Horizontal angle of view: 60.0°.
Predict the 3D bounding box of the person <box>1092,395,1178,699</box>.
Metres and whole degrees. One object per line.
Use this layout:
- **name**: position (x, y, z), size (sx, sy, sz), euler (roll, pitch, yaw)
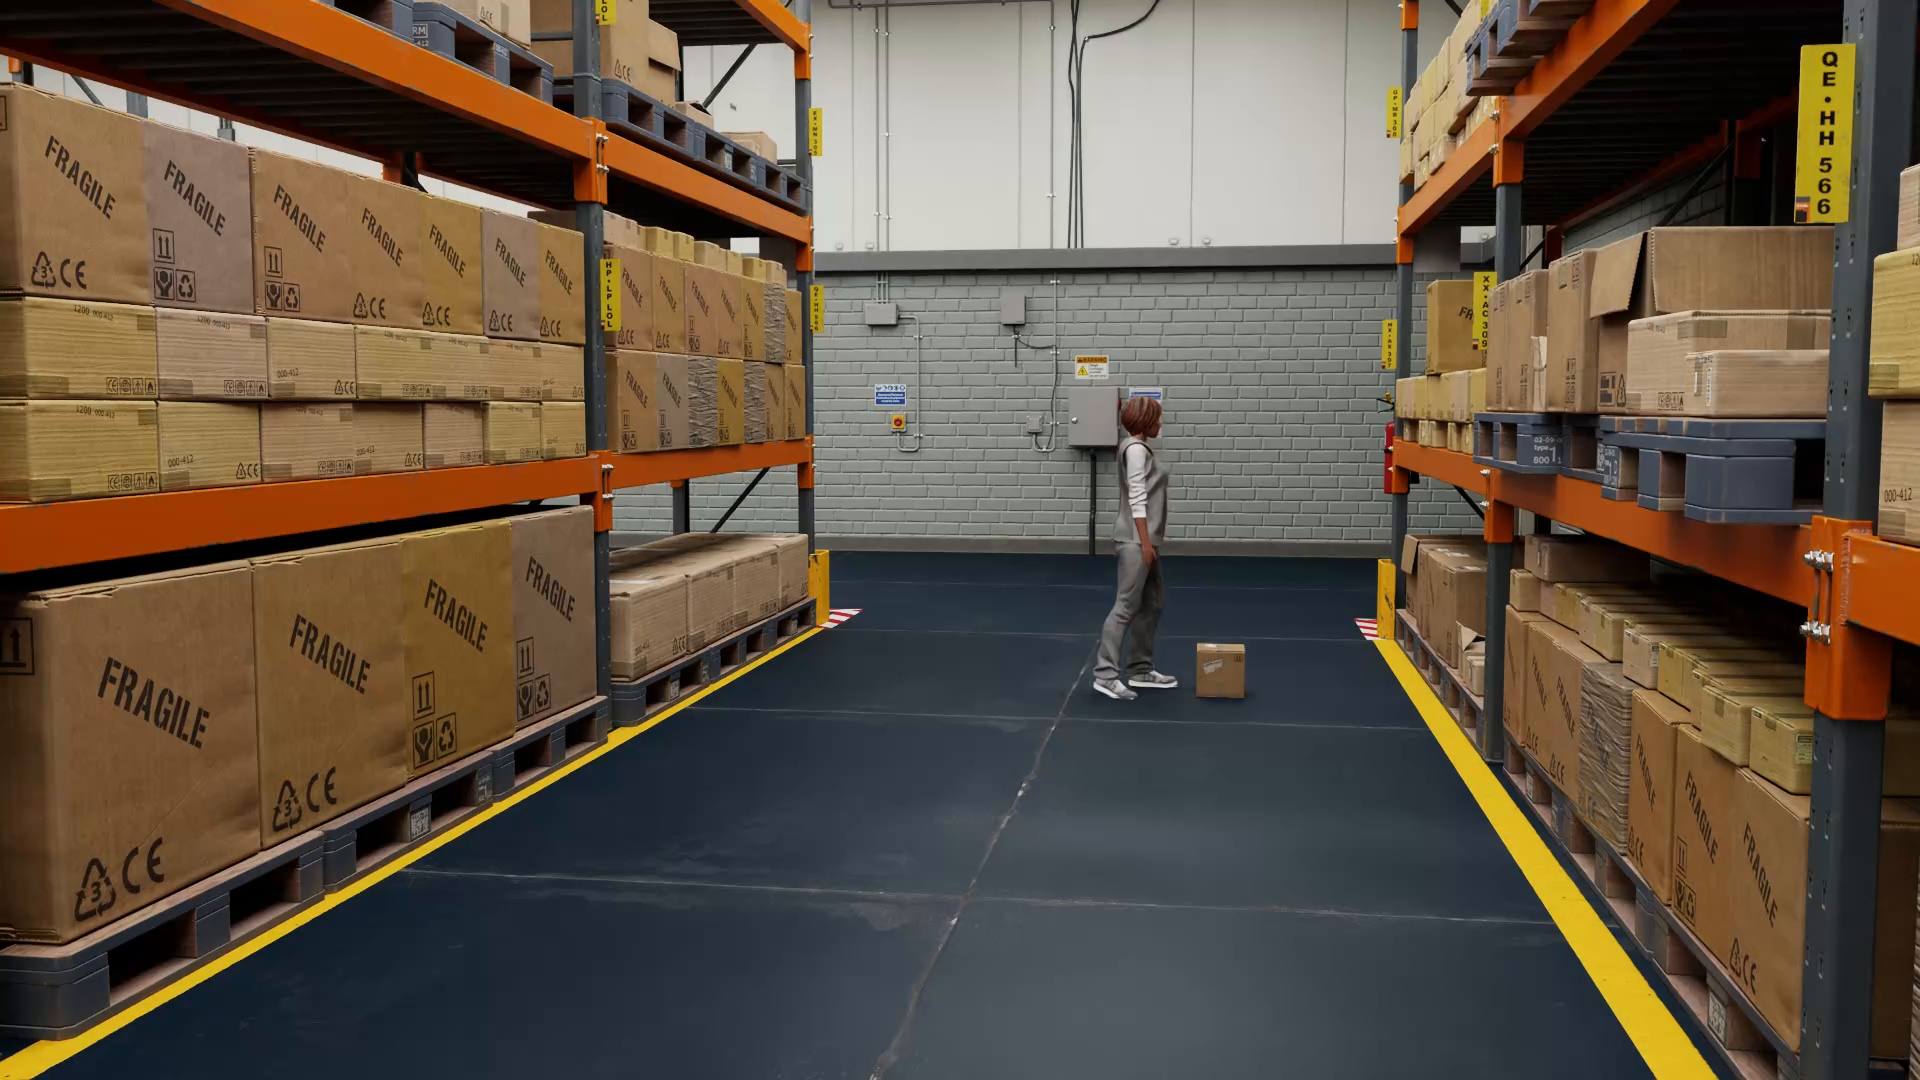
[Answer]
- **person**: position (0.942, 0.035, 8.875), size (0.452, 1.614, 0.463), euler (1, 5, 8)
